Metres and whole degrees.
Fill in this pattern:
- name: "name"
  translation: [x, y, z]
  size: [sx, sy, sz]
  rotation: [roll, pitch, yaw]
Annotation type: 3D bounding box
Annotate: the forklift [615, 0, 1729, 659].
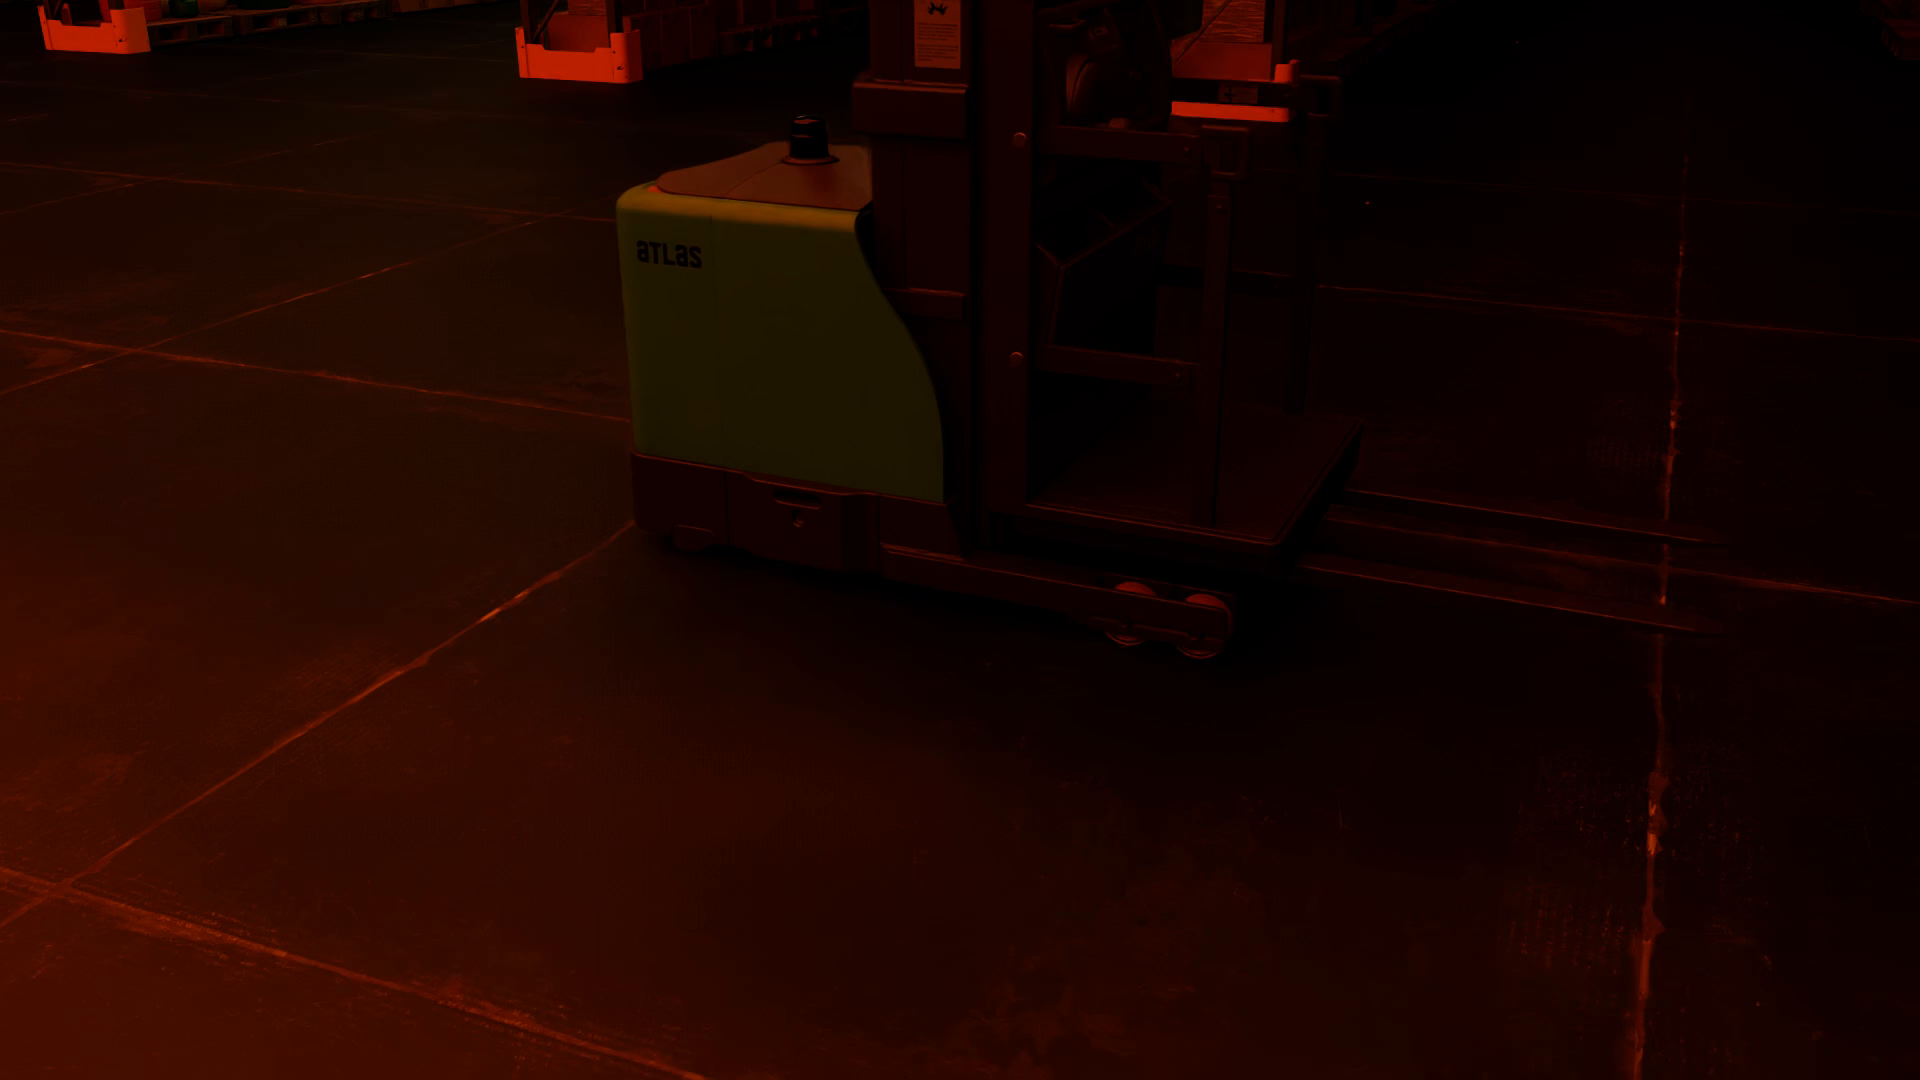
- name: "forklift"
  translation: [0.577, -1.274, 4.341]
  size: [3.031, 2.935, 1.130]
  rotation: [10, 25, 22]
